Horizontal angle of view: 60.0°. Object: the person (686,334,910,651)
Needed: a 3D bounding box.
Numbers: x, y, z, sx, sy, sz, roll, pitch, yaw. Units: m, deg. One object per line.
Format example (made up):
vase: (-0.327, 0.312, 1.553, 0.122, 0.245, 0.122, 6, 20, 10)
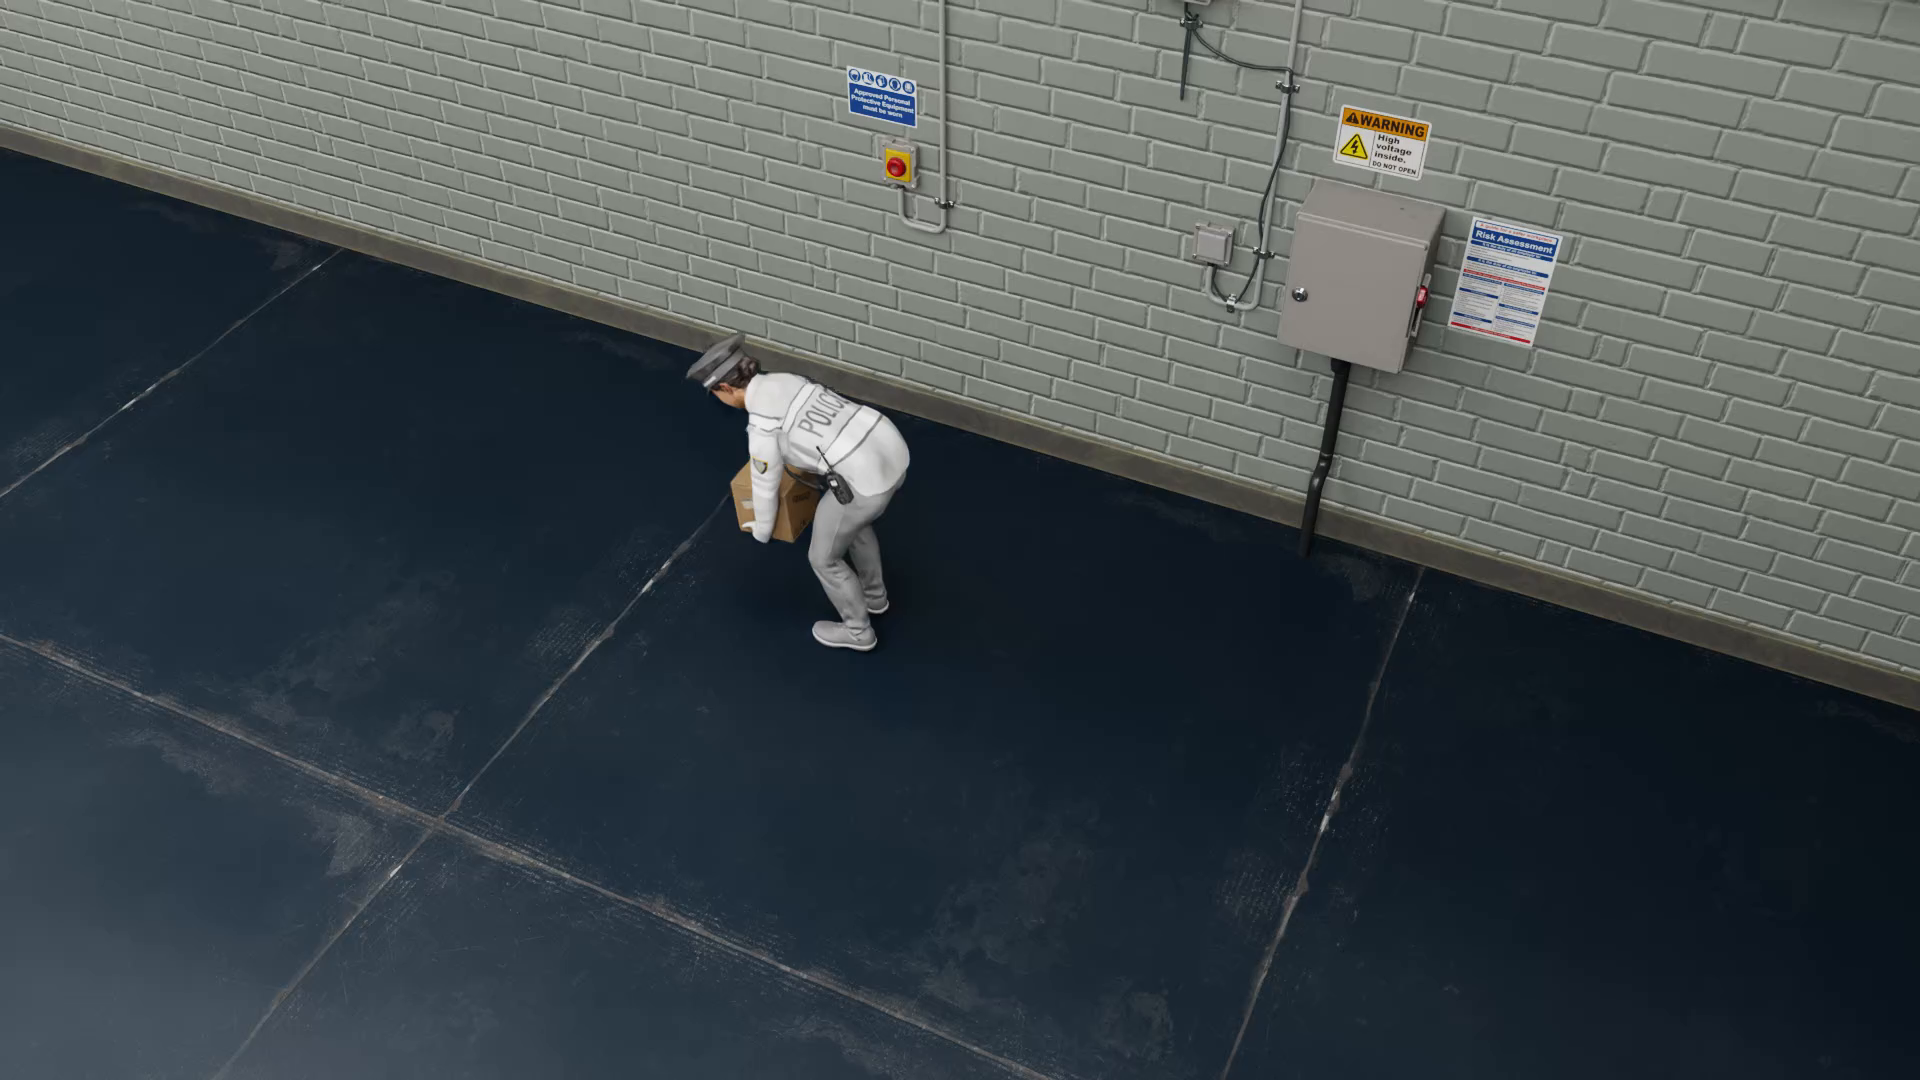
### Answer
person: (-0.631, -0.190, 6.639, 0.887, 1.306, 0.402, 16, 45, 17)
